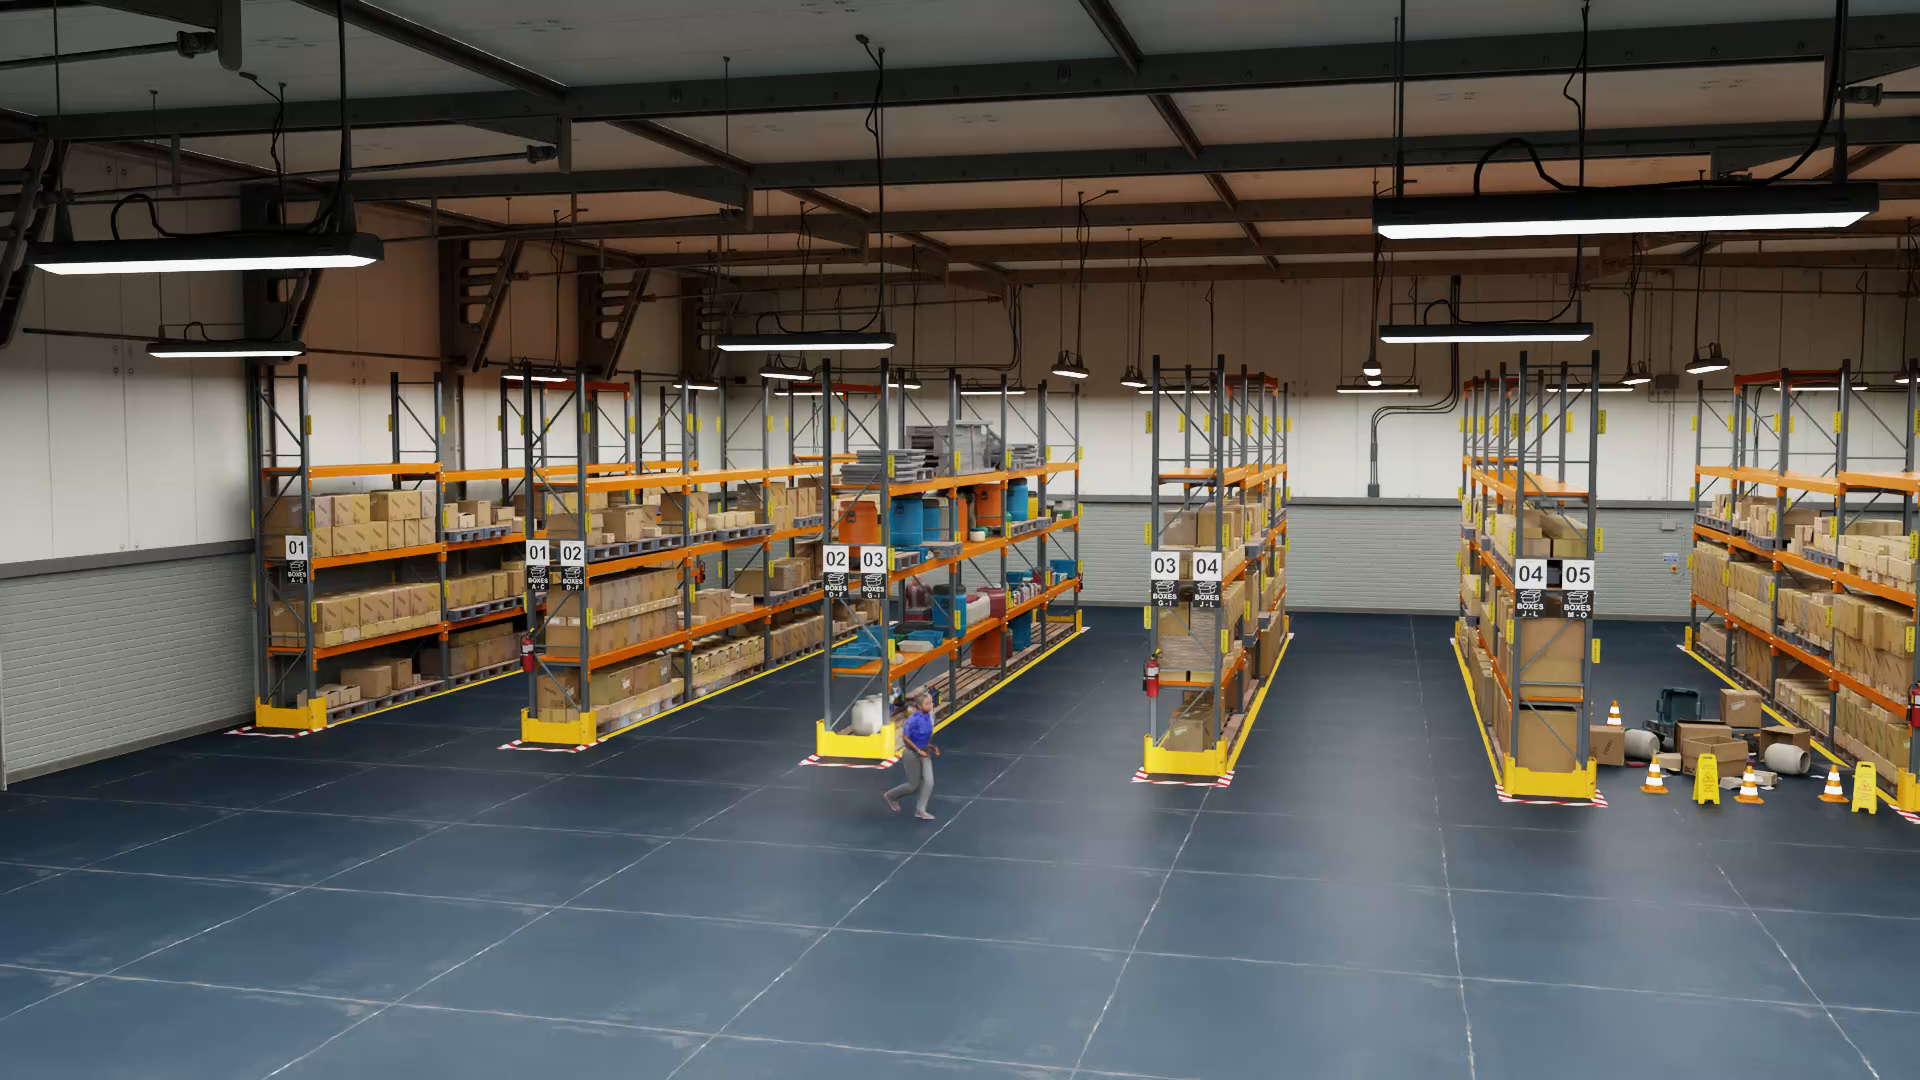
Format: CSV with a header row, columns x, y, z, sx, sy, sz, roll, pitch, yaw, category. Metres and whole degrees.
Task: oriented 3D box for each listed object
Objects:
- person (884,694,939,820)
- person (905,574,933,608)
x,y,z,sx,sy,sz,roll,pitch,yaw,category
-0.609,2.749,21.196,0.671,1.608,0.579,3,5,33,person
-0.968,1.605,36.514,0.665,1.780,0.848,2,4,21,person
